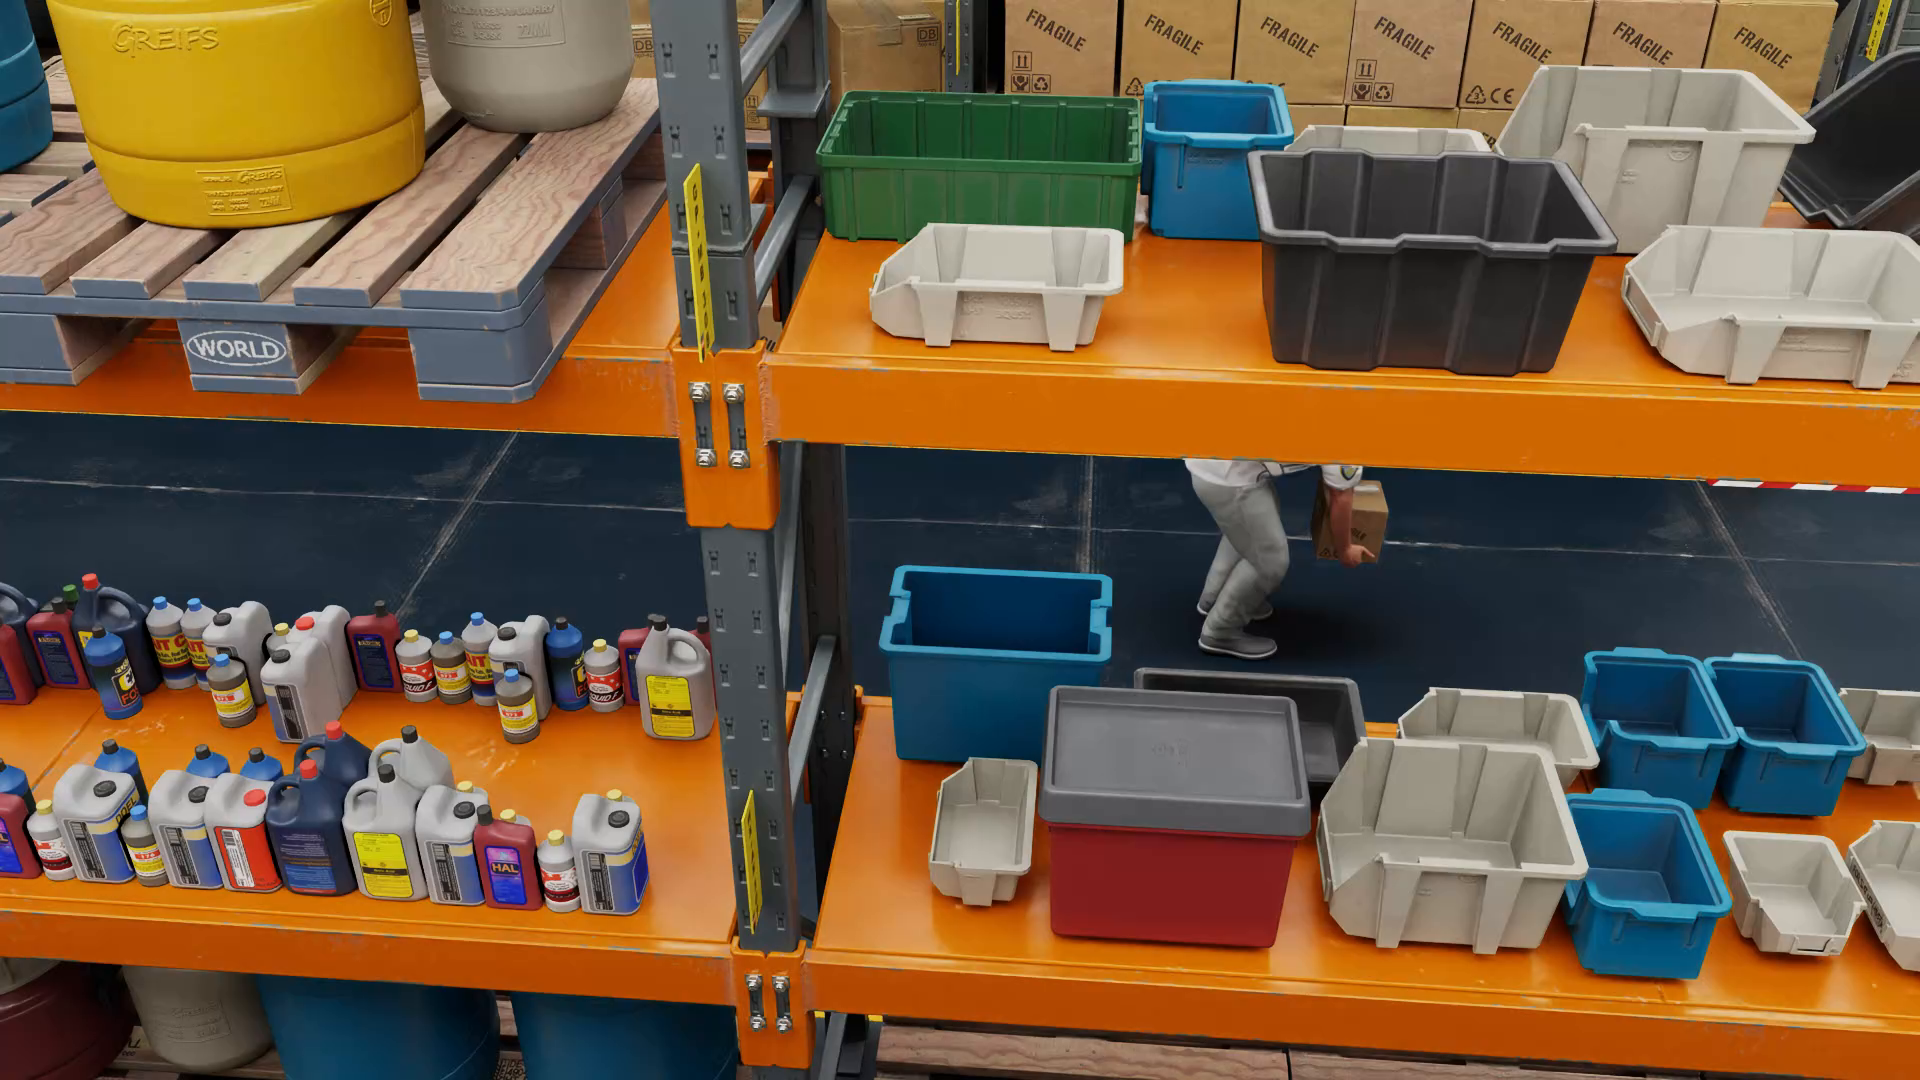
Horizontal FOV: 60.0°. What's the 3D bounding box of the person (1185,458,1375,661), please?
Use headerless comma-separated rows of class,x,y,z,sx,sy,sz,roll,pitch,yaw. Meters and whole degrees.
person,1.394,-0.166,6.793,0.987,1.341,0.493,1,32,2
